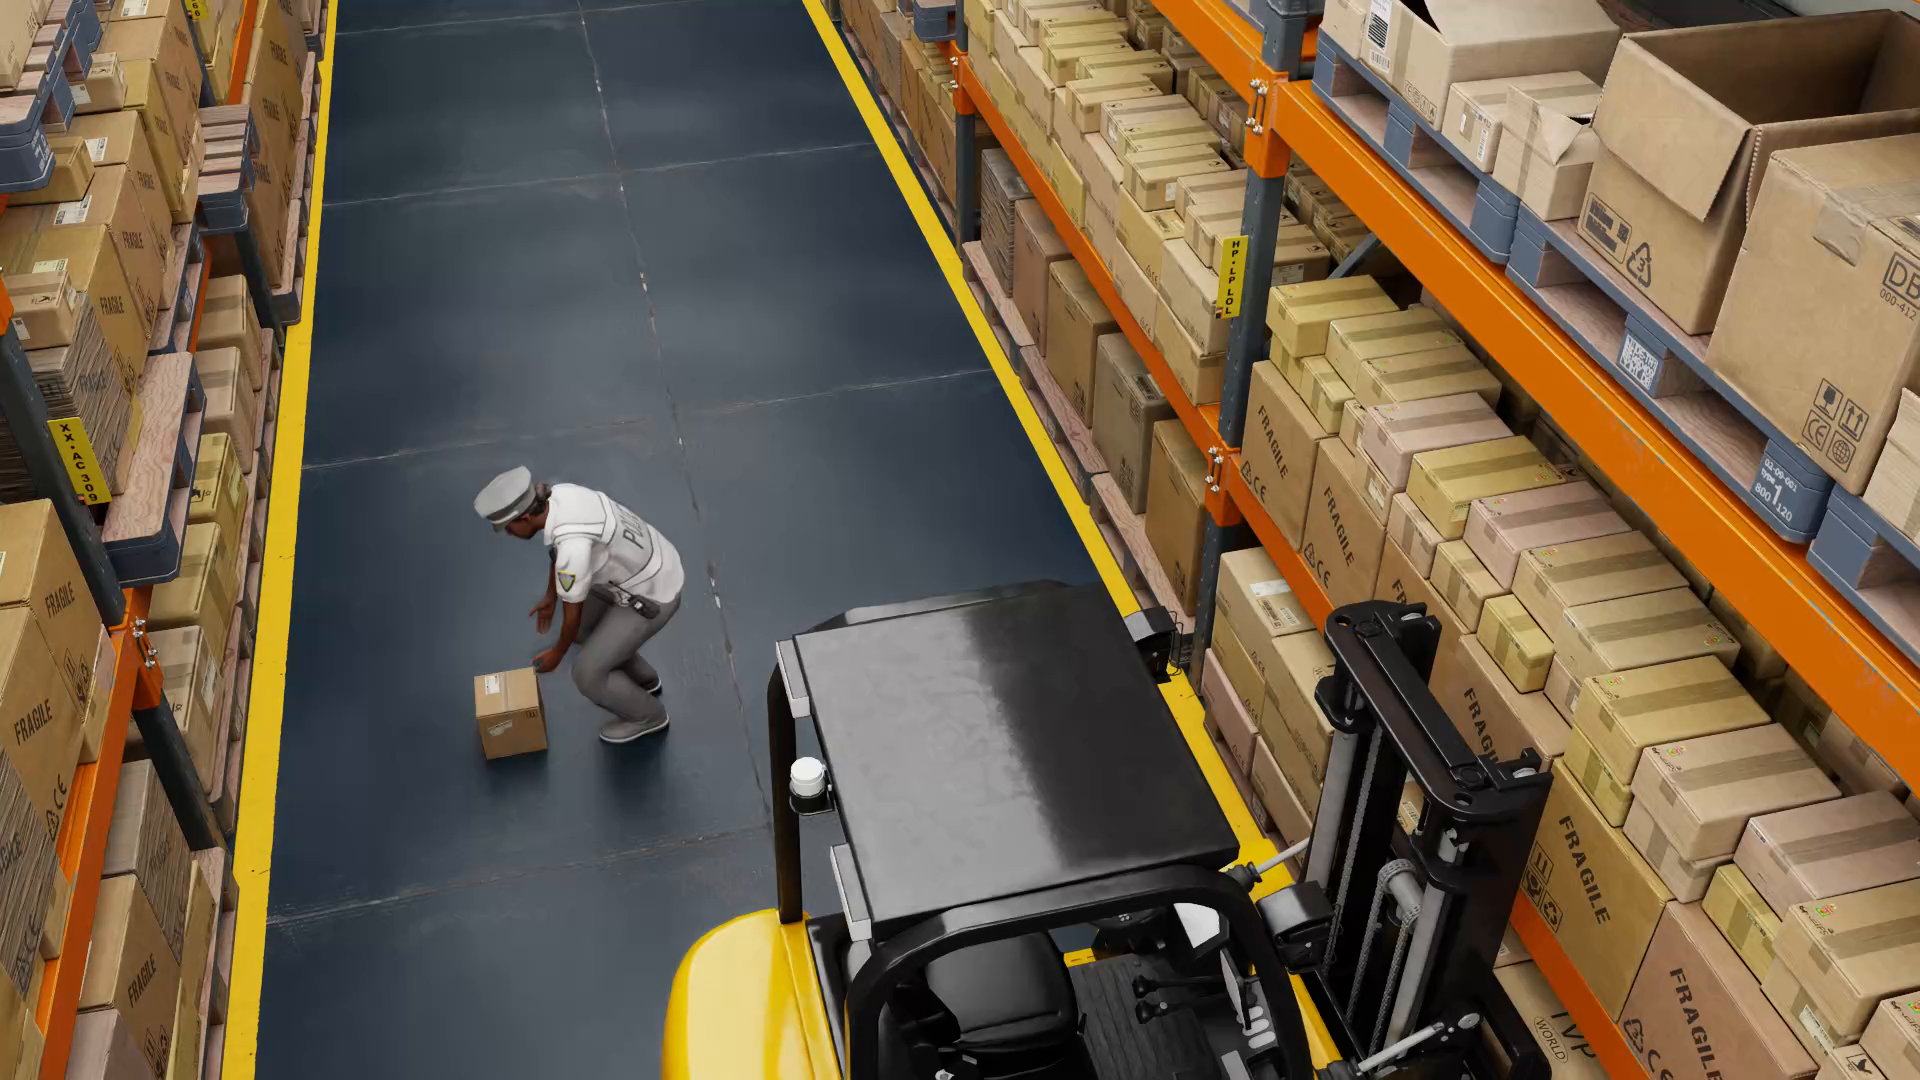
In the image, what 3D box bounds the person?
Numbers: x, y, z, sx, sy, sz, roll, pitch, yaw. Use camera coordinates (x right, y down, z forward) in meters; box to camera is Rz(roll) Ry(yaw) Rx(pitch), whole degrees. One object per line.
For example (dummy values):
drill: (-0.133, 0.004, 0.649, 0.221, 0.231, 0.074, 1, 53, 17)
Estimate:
person: (-1.469, 0.253, 6.669, 0.741, 1.331, 0.496, -9, 39, -12)
